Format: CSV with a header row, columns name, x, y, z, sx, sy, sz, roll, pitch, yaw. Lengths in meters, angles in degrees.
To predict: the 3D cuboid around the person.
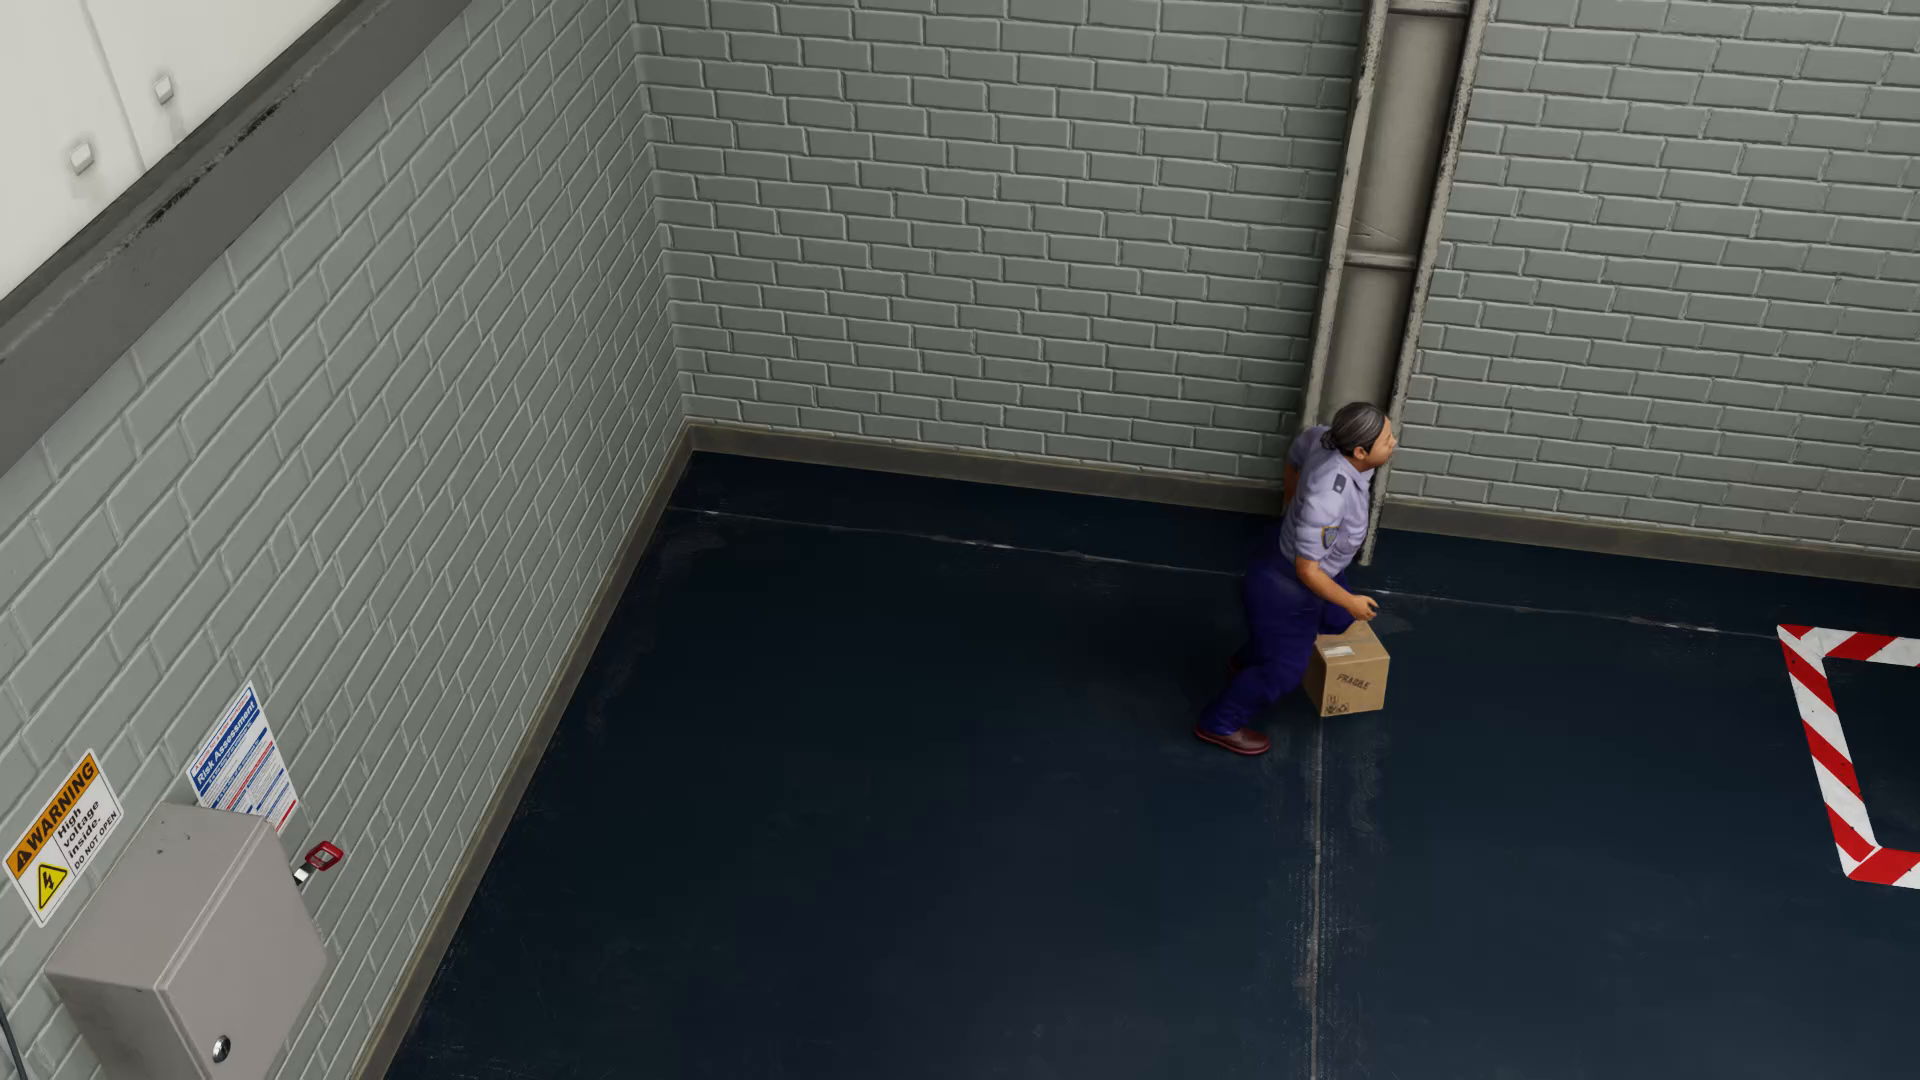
name,x,y,z,sx,sy,sz,roll,pitch,yaw
person,1.236,0.131,6.077,0.585,1.571,0.623,10,42,11
